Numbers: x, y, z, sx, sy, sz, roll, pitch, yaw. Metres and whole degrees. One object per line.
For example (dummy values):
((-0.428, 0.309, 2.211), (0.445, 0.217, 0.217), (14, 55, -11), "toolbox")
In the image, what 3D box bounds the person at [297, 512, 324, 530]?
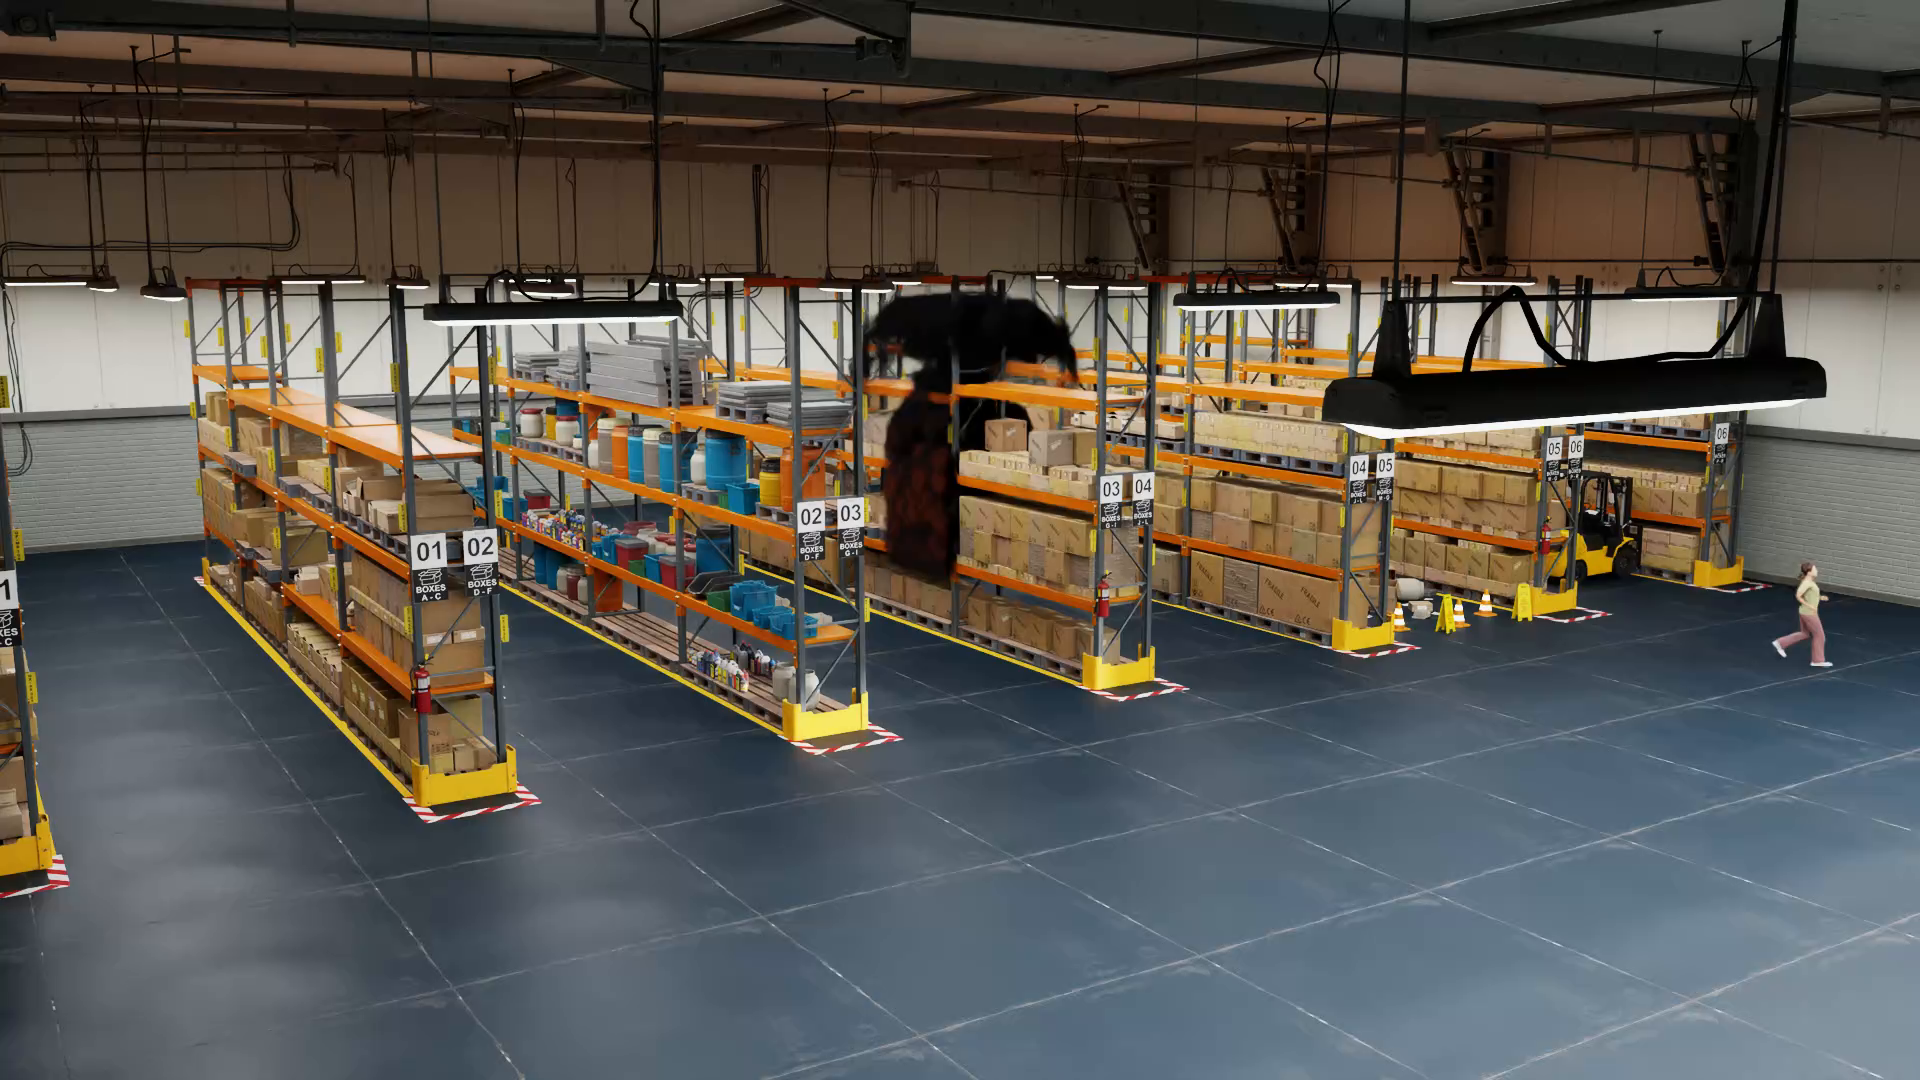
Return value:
((-13.390, -0.271, 34.350), (0.696, 1.554, 0.624), (6, 11, 31), "person")

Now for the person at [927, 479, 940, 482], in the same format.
((-0.471, -0.680, 35.383), (0.674, 1.821, 0.740), (-7, 12, -36), "person")

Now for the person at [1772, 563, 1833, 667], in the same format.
((13.292, 1.161, 26.134), (0.874, 1.642, 0.590), (4, 10, 21), "person")
